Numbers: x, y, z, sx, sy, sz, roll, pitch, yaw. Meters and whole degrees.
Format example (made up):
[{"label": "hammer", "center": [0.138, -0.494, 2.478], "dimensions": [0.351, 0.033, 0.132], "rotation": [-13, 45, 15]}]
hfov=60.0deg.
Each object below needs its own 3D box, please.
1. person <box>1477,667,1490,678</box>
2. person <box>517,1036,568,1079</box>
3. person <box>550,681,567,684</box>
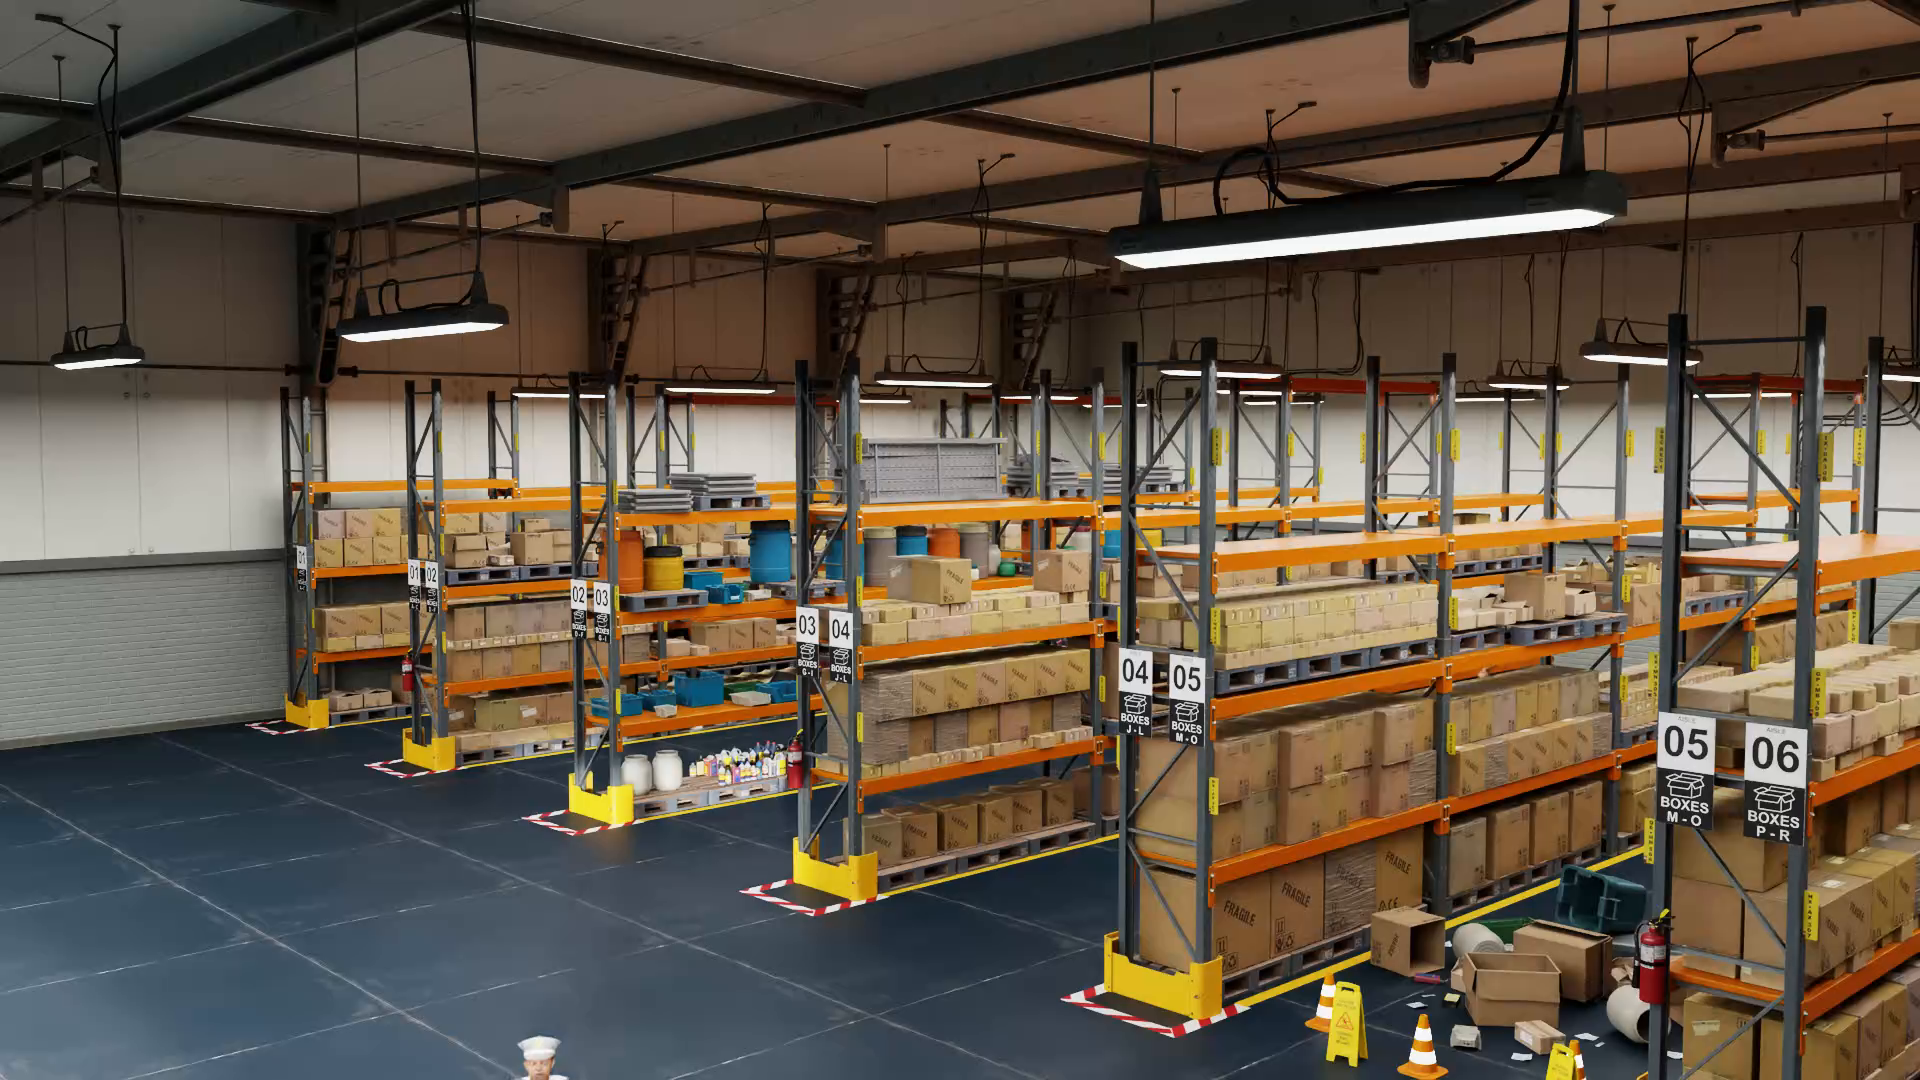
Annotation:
[{"label": "person", "center": [7.845, 2.698, 25.018], "dimensions": [0.580, 1.664, 0.908], "rotation": [3, 5, 36]}, {"label": "person", "center": [-2.463, 3.712, 9.769], "dimensions": [0.573, 1.650, 0.583], "rotation": [-1, 4, -11]}, {"label": "person", "center": [-7.114, 2.503, 29.237], "dimensions": [0.541, 1.568, 0.604], "rotation": [3, 5, 43]}]
